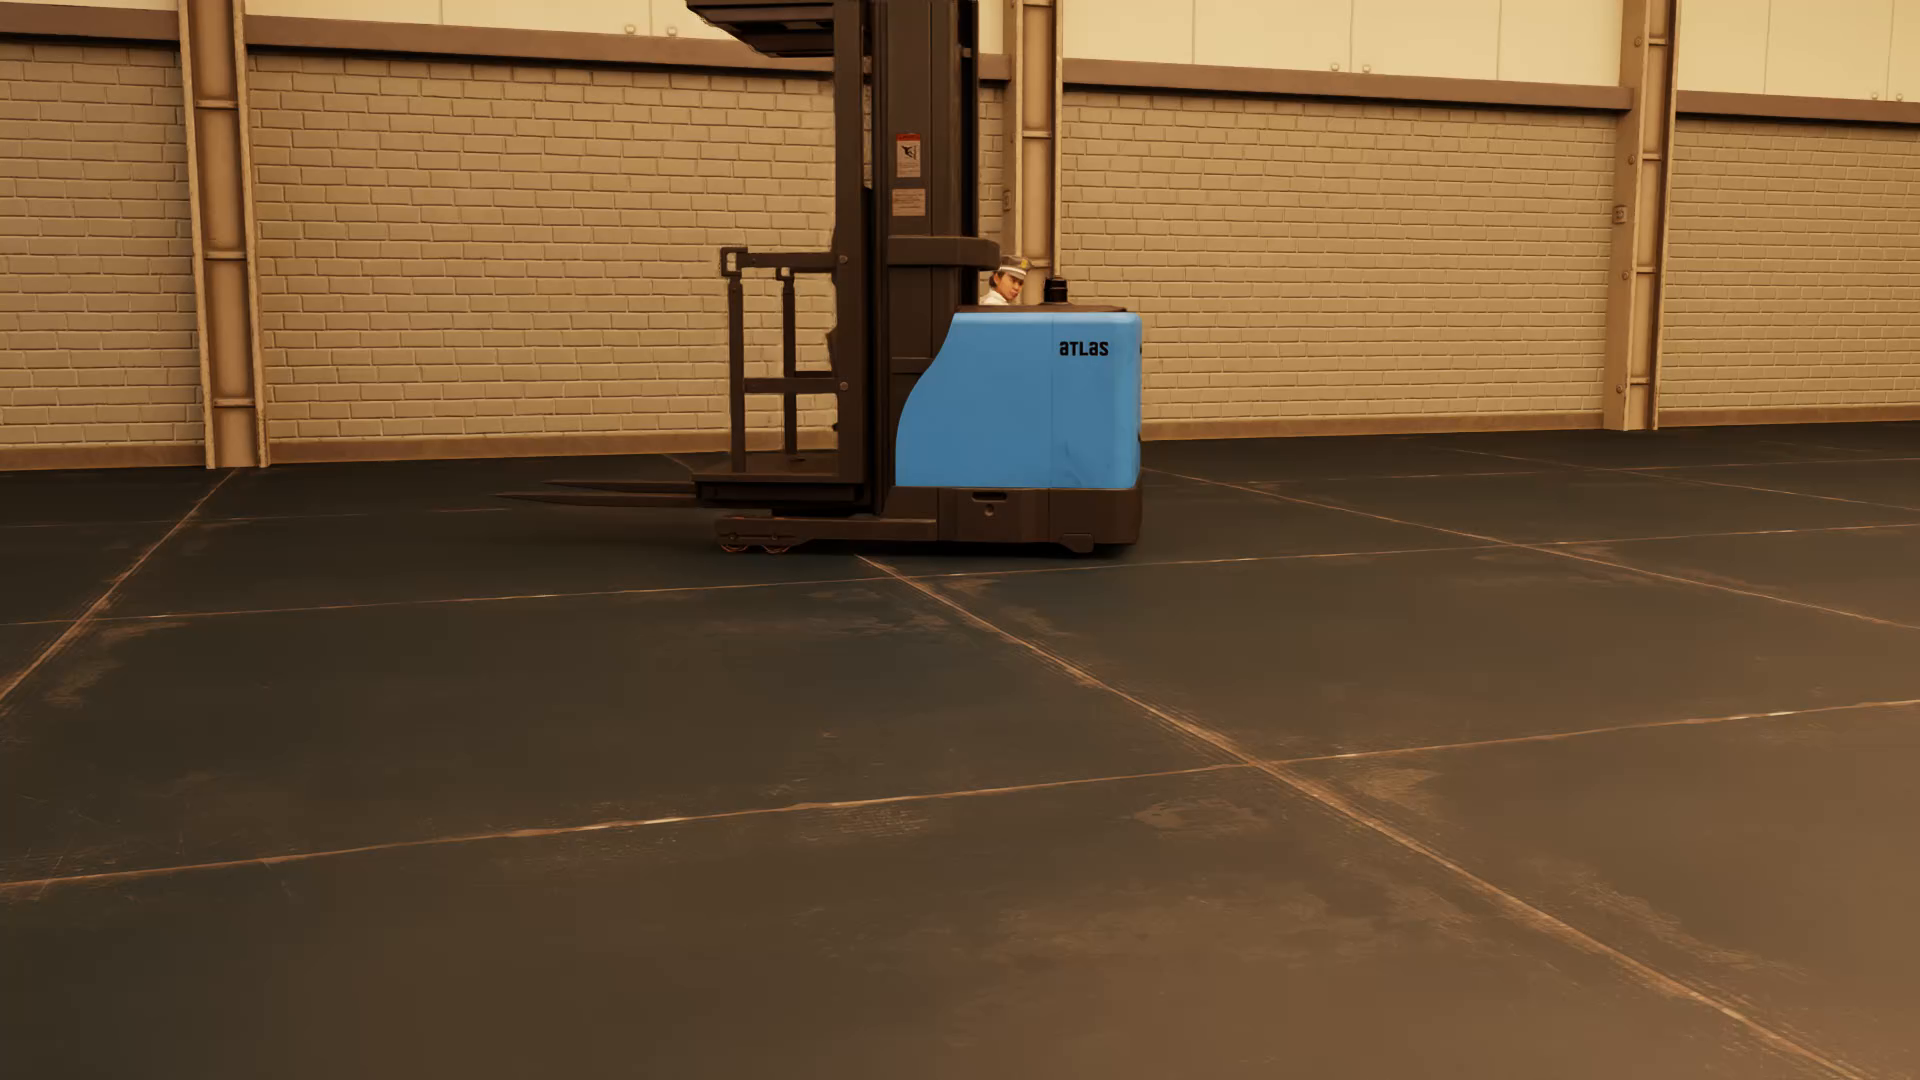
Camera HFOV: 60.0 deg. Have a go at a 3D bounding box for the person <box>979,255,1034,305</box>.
[{"bbox_3d":[0.376,-0.937,9.680,1.047,1.422,0.760,-6,10,-39],"label":"person"}]

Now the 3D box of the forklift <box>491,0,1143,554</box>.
[{"bbox_3d":[-0.665,-1.459,7.778,3.031,2.935,1.130,1,8,8],"label":"forklift"}]
